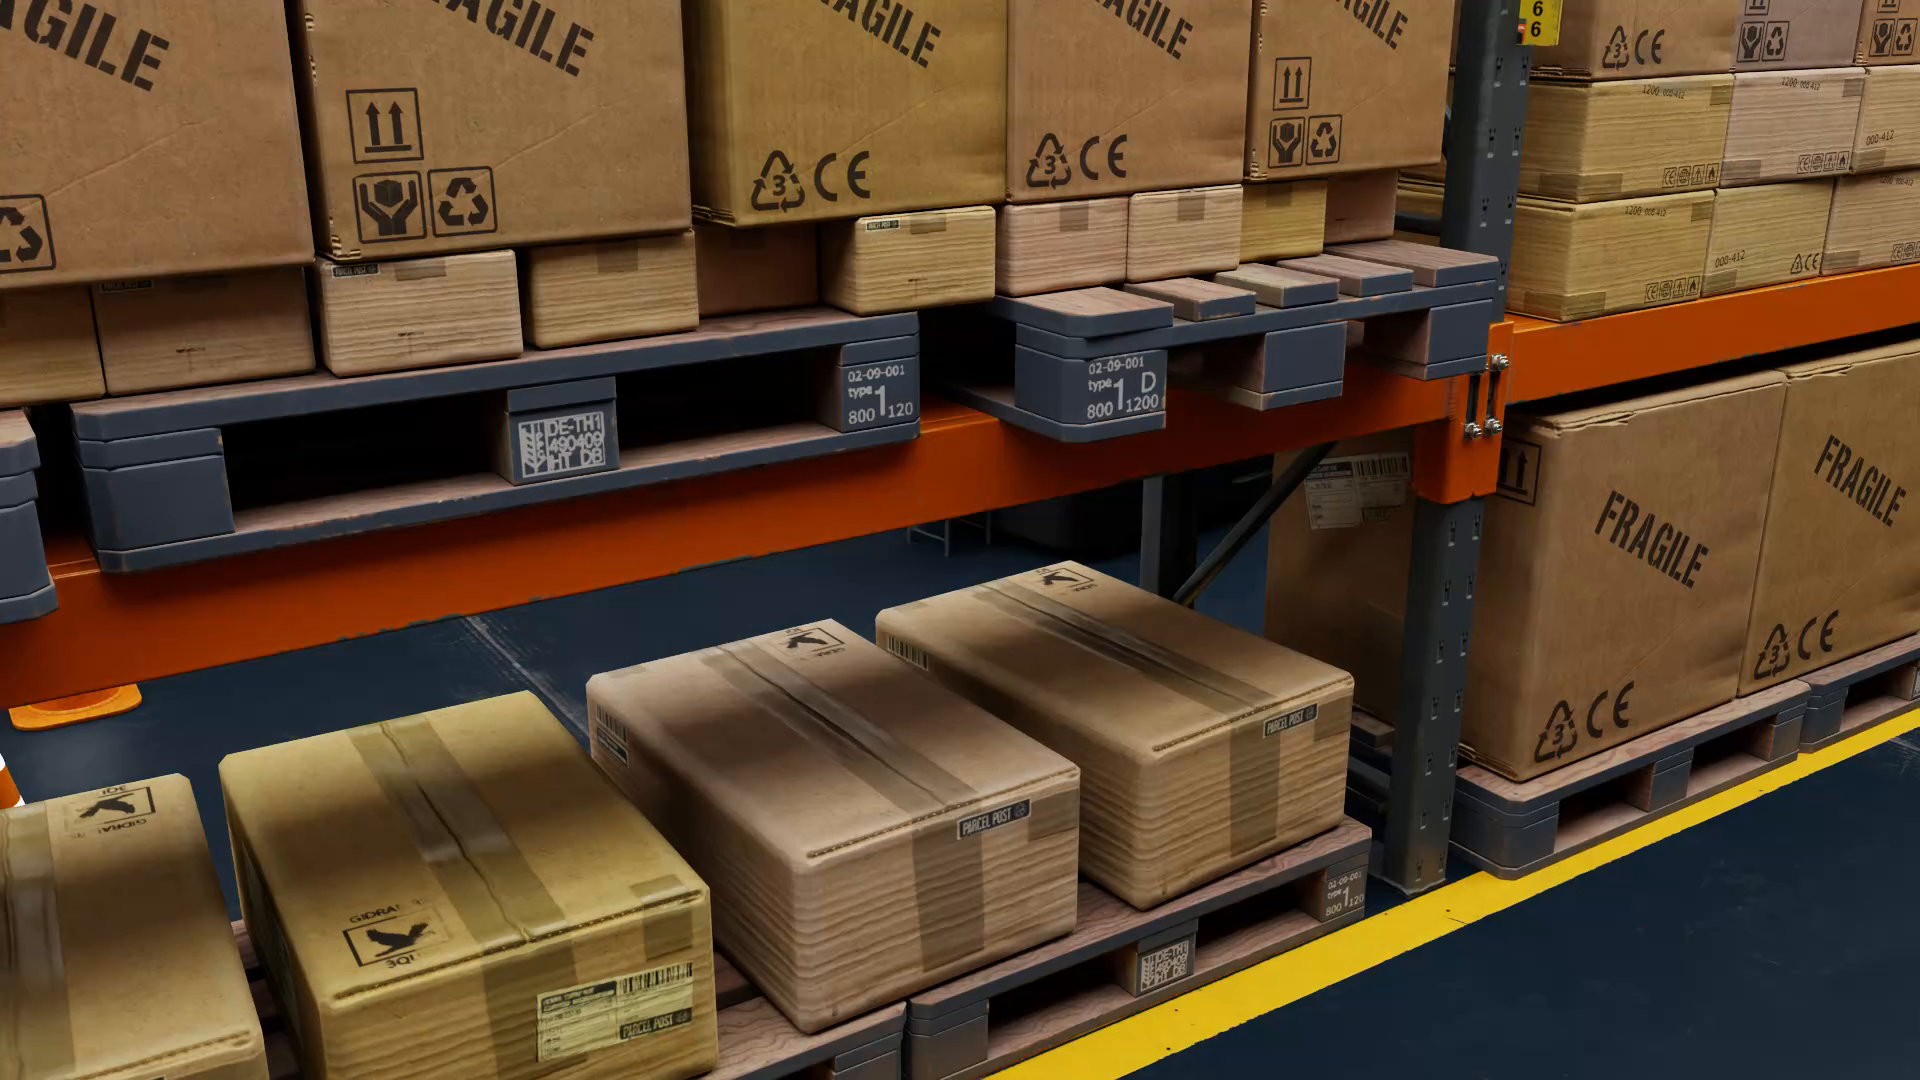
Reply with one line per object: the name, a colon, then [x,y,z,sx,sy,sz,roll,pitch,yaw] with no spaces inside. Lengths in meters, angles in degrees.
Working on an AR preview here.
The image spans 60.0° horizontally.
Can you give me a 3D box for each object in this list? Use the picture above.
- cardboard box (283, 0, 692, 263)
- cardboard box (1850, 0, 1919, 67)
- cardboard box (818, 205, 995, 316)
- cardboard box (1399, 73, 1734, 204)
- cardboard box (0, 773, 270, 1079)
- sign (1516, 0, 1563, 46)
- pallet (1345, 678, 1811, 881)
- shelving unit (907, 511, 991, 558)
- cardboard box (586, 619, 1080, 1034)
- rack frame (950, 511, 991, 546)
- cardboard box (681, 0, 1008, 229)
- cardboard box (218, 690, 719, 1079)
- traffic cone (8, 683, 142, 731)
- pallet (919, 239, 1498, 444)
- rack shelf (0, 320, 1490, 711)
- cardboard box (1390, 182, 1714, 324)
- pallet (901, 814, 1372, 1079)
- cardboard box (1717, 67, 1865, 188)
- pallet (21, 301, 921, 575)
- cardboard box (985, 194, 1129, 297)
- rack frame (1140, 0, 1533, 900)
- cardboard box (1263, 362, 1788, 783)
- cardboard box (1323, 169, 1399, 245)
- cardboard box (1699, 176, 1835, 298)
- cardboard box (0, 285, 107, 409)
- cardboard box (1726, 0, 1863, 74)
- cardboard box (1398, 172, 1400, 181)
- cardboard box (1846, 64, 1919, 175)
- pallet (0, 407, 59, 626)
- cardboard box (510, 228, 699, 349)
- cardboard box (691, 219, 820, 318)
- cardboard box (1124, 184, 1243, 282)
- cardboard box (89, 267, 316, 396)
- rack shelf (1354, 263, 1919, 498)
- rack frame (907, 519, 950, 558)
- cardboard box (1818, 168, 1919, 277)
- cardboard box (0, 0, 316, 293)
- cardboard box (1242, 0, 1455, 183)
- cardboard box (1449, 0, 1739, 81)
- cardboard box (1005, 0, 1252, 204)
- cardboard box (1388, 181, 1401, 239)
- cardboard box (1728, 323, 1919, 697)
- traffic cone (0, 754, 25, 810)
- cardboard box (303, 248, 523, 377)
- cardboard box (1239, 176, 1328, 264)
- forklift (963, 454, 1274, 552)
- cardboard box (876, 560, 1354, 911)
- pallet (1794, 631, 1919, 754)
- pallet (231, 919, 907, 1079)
cardboard box: [-0.726,-0.695,2.340,0.500,0.500,0.500,-13,23,-34]
cardboard box: [2.199,-1.460,4.164,0.500,0.500,0.500,-11,22,-30]
cardboard box: [-0.148,-0.483,2.726,0.250,0.149,0.380,-11,22,-30]
cardboard box: [1.362,-0.930,3.766,0.500,0.250,0.500,-12,22,-32]
cardboard box: [-1.502,0.789,2.675,0.625,0.372,0.950,-10,21,-28]
sign: [1.110,-1.109,3.156,0.005,0.325,0.100,-12,22,-31]
pallet: [1.503,0.461,4.551,1.213,0.211,1.003,-12,22,-31]
shelving unit: [-0.042,-0.411,6.056,0.210,0.900,0.258,-16,24,-39]
cardboard box: [-0.286,0.534,3.429,0.625,0.372,0.950,-12,22,-32]
rack frame: [0.034,-0.433,6.120,0.006,0.900,0.240,-16,24,-39]
cardboard box: [-0.270,-0.791,2.623,0.500,0.500,0.500,-14,23,-35]
cardboard box: [-0.922,0.666,3.039,0.625,0.372,0.950,-11,22,-30]
traffic cone: [-2.579,0.254,4.771,0.334,0.463,0.336,-12,22,-31]
pallet: [0.267,-0.496,3.328,1.003,0.211,1.213,-12,22,-31]
rack shelf: [-0.867,-0.048,2.826,4.000,0.370,1.077,-12,22,-31]
cardboard box: [1.351,-0.689,3.833,0.500,0.250,0.500,-12,22,-32]
pallet: [0.150,0.717,3.794,1.213,0.211,1.003,-12,22,-31]
cardboard box: [1.795,-1.021,4.034,0.500,0.250,0.500,-11,22,-30]
pallet: [-0.827,-0.291,2.720,1.213,0.211,1.003,-12,22,-31]
cardboard box: [0.075,-0.535,2.881,0.250,0.149,0.380,-13,23,-34]
rack frame: [0.803,-0.741,3.753,0.127,3.000,1.000,-12,22,-31]
cardboard box: [1.426,-0.033,4.320,0.875,0.875,0.875,-12,22,-32]
cardboard box: [0.659,-0.700,3.369,0.250,0.149,0.380,-11,22,-29]
cardboard box: [1.770,-0.784,4.115,0.500,0.250,0.500,-13,22,-33]
cardboard box: [-1.256,-0.275,2.112,0.250,0.149,0.380,-12,22,-31]
cardboard box: [1.759,-1.373,3.907,0.500,0.500,0.500,-12,22,-31]
cardboard box: [1.068,-1.060,4.150,0.500,0.250,0.500,-12,22,-32]
cardboard box: [2.218,-1.105,4.284,0.500,0.250,0.500,-12,22,-32]
pallet: [-1.819,-0.041,1.983,1.213,0.211,1.003,-12,22,-31]
cardboard box: [-0.591,-0.406,2.499,0.250,0.149,0.380,-13,22,-33]
cardboard box: [-0.427,-0.472,2.695,0.250,0.149,0.380,-12,22,-31]
cardboard box: [0.289,-0.577,3.006,0.250,0.149,0.380,-12,22,-32]
cardboard box: [-1.049,-0.318,2.240,0.250,0.149,0.380,-12,22,-31]
rack shelf: [2.474,-0.753,4.910,4.000,0.370,1.077,-12,22,-31]
rack frame: [-0.118,-0.390,5.992,0.006,0.900,0.240,-16,24,-39]
cardboard box: [2.211,-0.875,4.383,0.500,0.250,0.500,-11,22,-30]
cardboard box: [-1.150,-0.601,2.064,0.500,0.500,0.500,-12,22,-32]
cardboard box: [0.577,-0.974,3.165,0.500,0.500,0.500,-13,22,-33]
cardboard box: [1.350,-1.284,3.640,0.500,0.500,0.500,-13,22,-33]
cardboard box: [0.151,-0.880,2.887,0.500,0.500,0.500,-12,22,-32]
cardboard box: [1.083,-0.829,4.246,0.500,0.250,0.500,-13,23,-33]
cardboard box: [2.173,-0.189,4.782,0.875,0.875,0.875,-12,22,-31]
traffic cone: [-2.272,0.572,3.829,0.334,0.463,0.336,-12,22,-31]
cardboard box: [-0.798,-0.351,2.337,0.250,0.149,0.380,-11,22,-29]
cardboard box: [0.475,-0.634,3.172,0.250,0.149,0.380,-12,22,-31]
forklift: [1.171,-1.720,6.756,3.031,2.935,1.130,-16,24,-39]
cardboard box: [0.326,0.402,3.820,0.625,0.372,0.950,-14,23,-35]
pallet: [2.521,0.248,5.183,1.213,0.211,1.003,-12,22,-31]
pallet: [-0.868,0.931,3.162,1.213,0.211,1.003,-12,22,-31]
